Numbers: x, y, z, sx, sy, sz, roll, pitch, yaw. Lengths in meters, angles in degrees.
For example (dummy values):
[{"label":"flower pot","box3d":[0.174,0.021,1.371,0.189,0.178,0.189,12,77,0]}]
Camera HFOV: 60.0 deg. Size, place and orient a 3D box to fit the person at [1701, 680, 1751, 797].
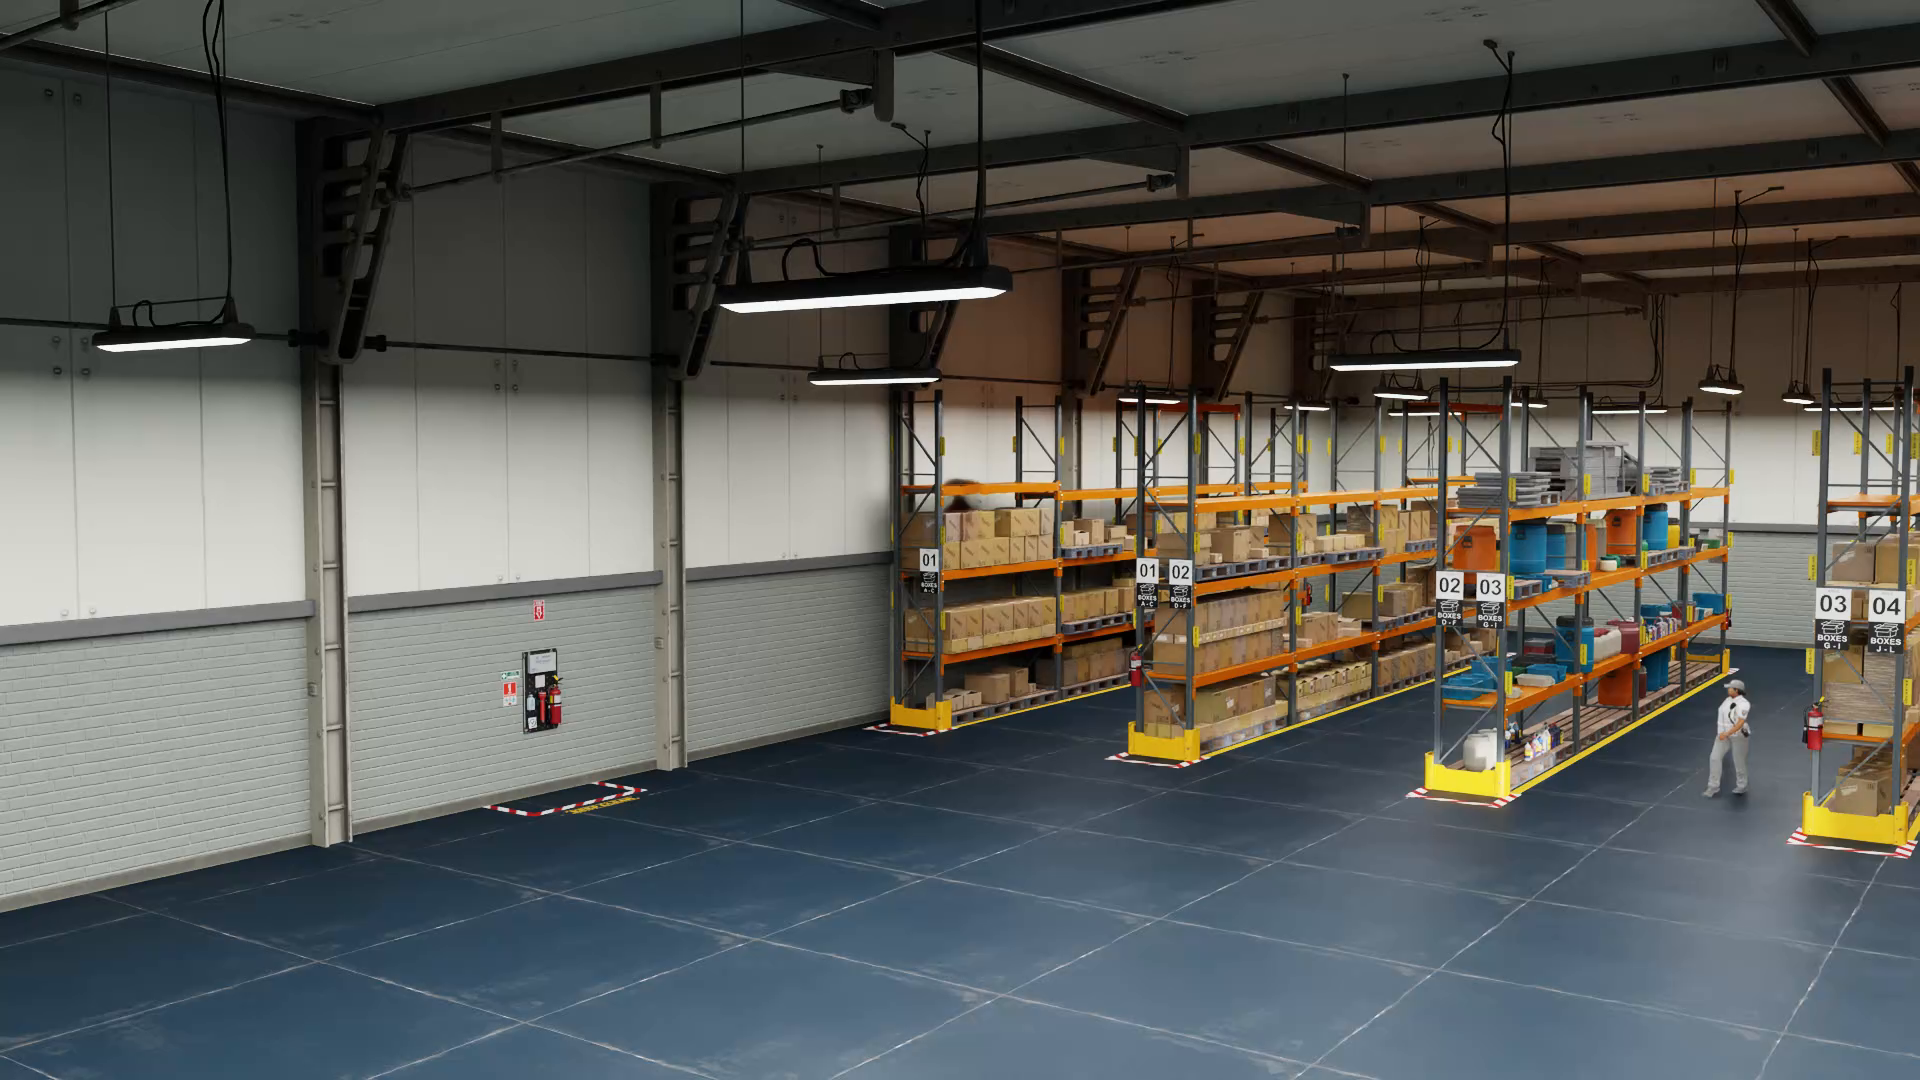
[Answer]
[{"label":"person","box3d":[11.017,2.846,23.780,0.742,1.689,0.468,-2,4,-31]}]
